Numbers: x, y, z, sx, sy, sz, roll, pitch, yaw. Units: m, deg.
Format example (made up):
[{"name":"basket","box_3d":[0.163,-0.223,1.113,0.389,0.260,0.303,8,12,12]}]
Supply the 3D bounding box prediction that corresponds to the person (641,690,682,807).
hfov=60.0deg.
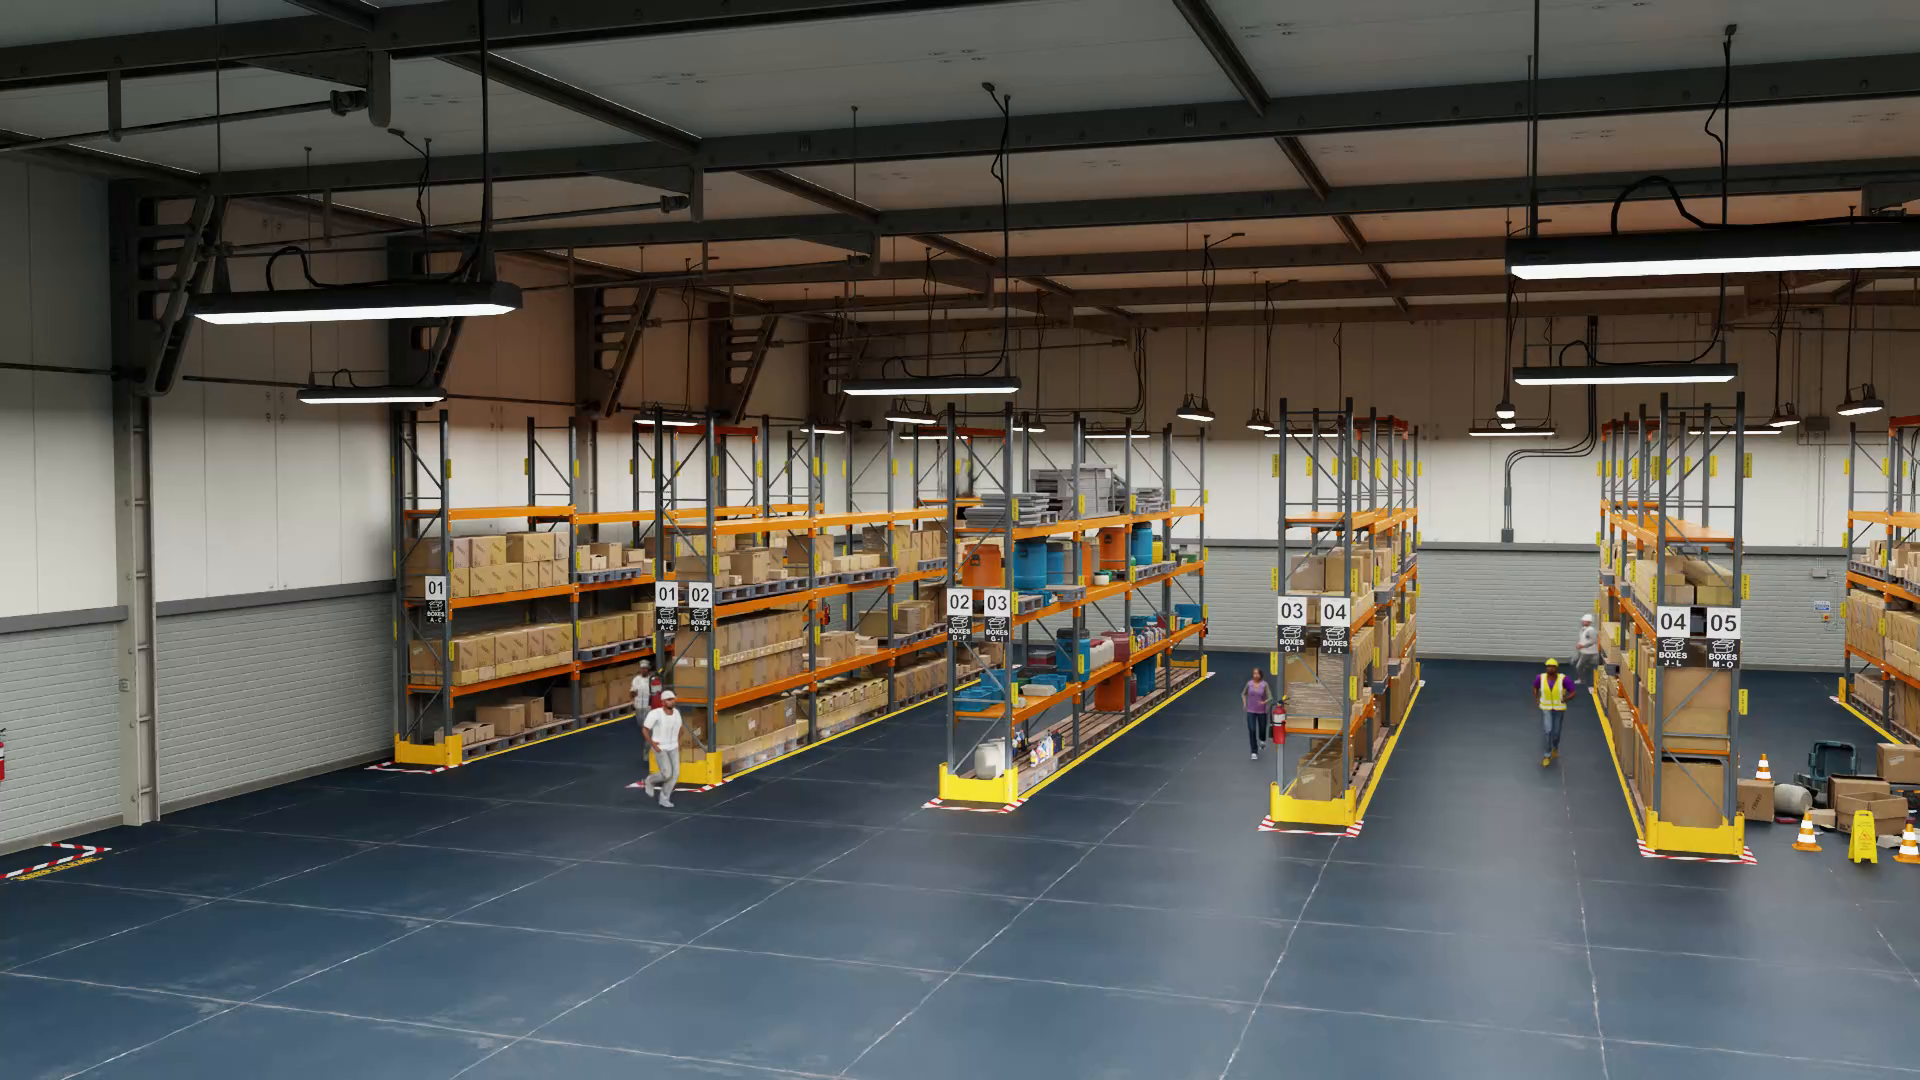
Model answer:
[{"name":"person","box_3d":[-4.427,3.090,24.744,0.575,1.730,0.694,2,3,38]}]

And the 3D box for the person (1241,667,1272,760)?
[{"name":"person","box_3d":[5.128,2.984,28.774,0.546,1.561,0.743,1,3,16]}]

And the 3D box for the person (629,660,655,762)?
[{"name":"person","box_3d":[-5.411,2.930,28.616,0.556,1.756,0.714,0,2,8]}]

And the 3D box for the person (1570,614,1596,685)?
[{"name":"person","box_3d":[14.377,2.527,38.318,0.481,1.669,0.783,0,2,2]}]

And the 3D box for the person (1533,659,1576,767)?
[{"name":"person","box_3d":[10.084,2.899,28.225,0.691,1.800,0.854,1,3,19]}]
